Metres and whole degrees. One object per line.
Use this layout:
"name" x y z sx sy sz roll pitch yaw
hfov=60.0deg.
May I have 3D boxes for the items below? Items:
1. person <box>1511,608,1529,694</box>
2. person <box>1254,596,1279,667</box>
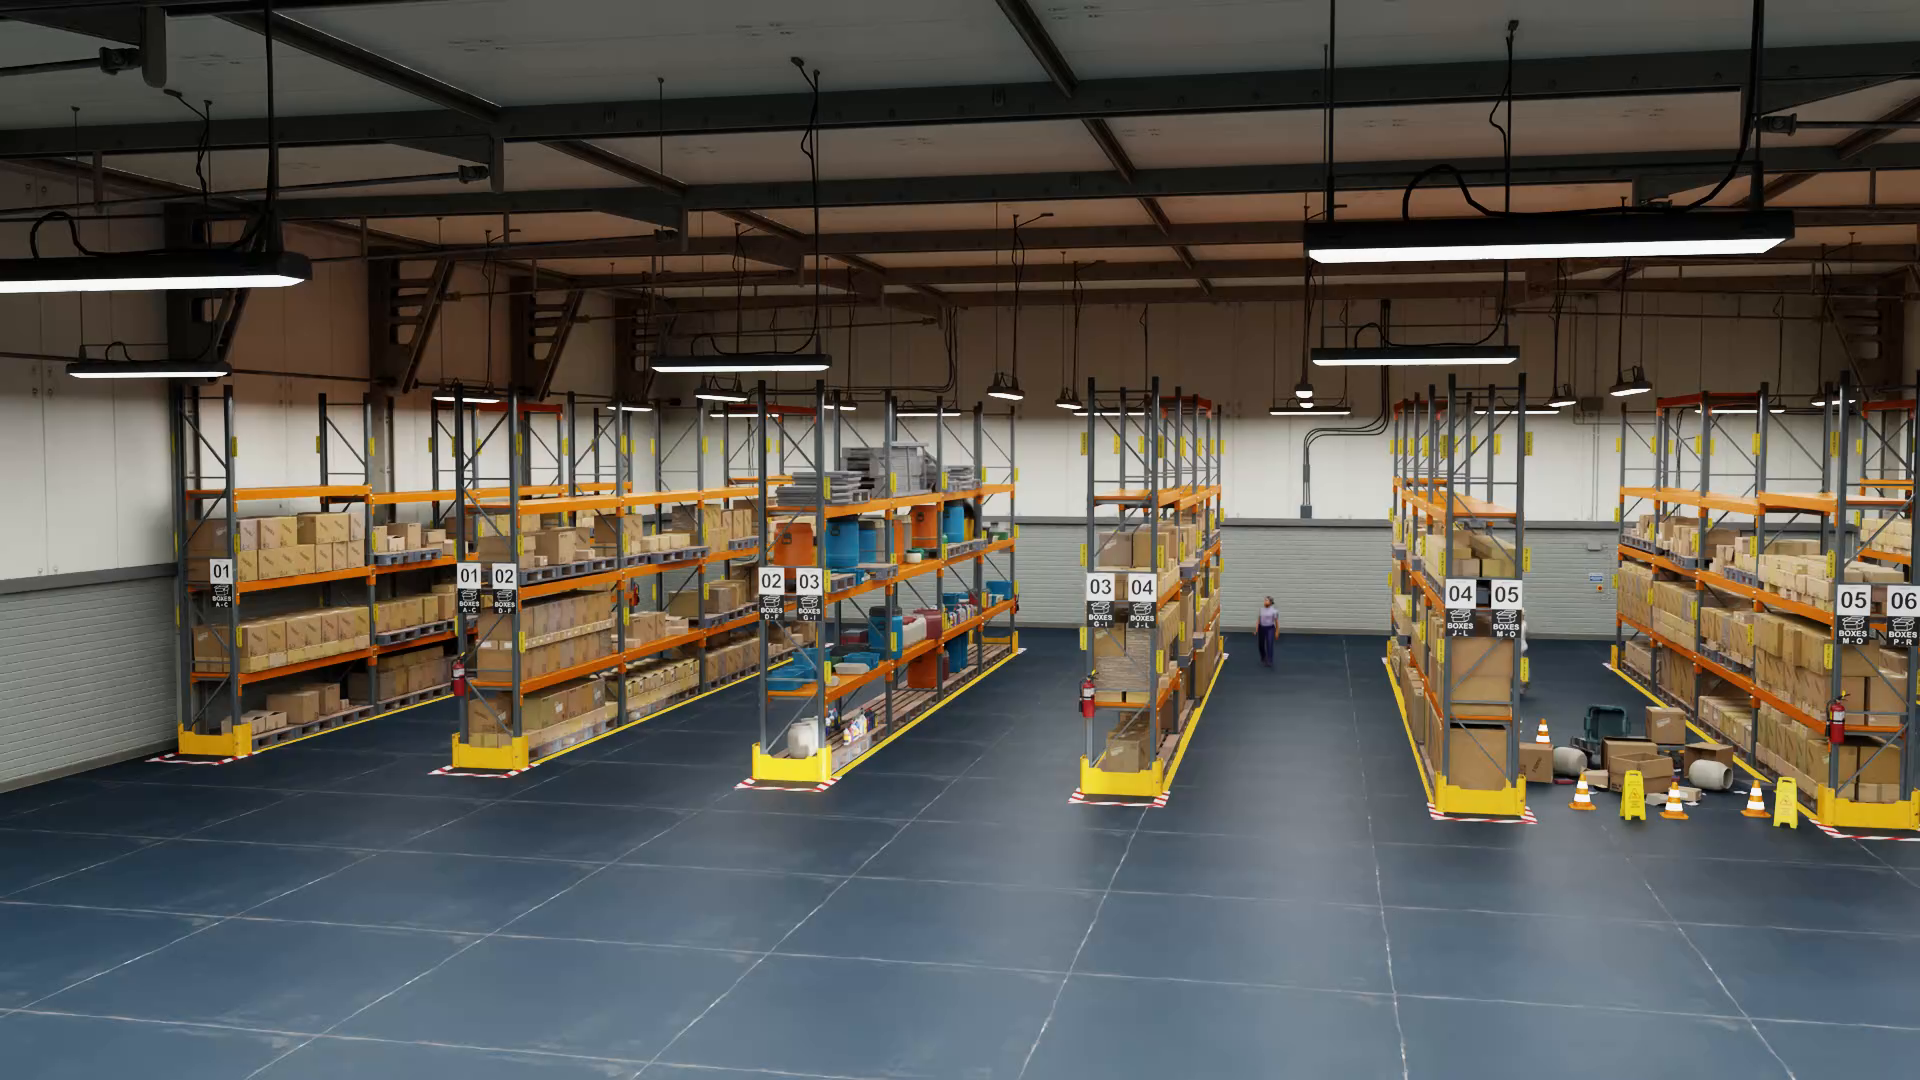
"person" 11.247 2.225 33.631 0.617 1.761 0.494 -3 4 -43
"person" 7.021 2.071 37.988 0.544 1.591 0.867 1 3 18
